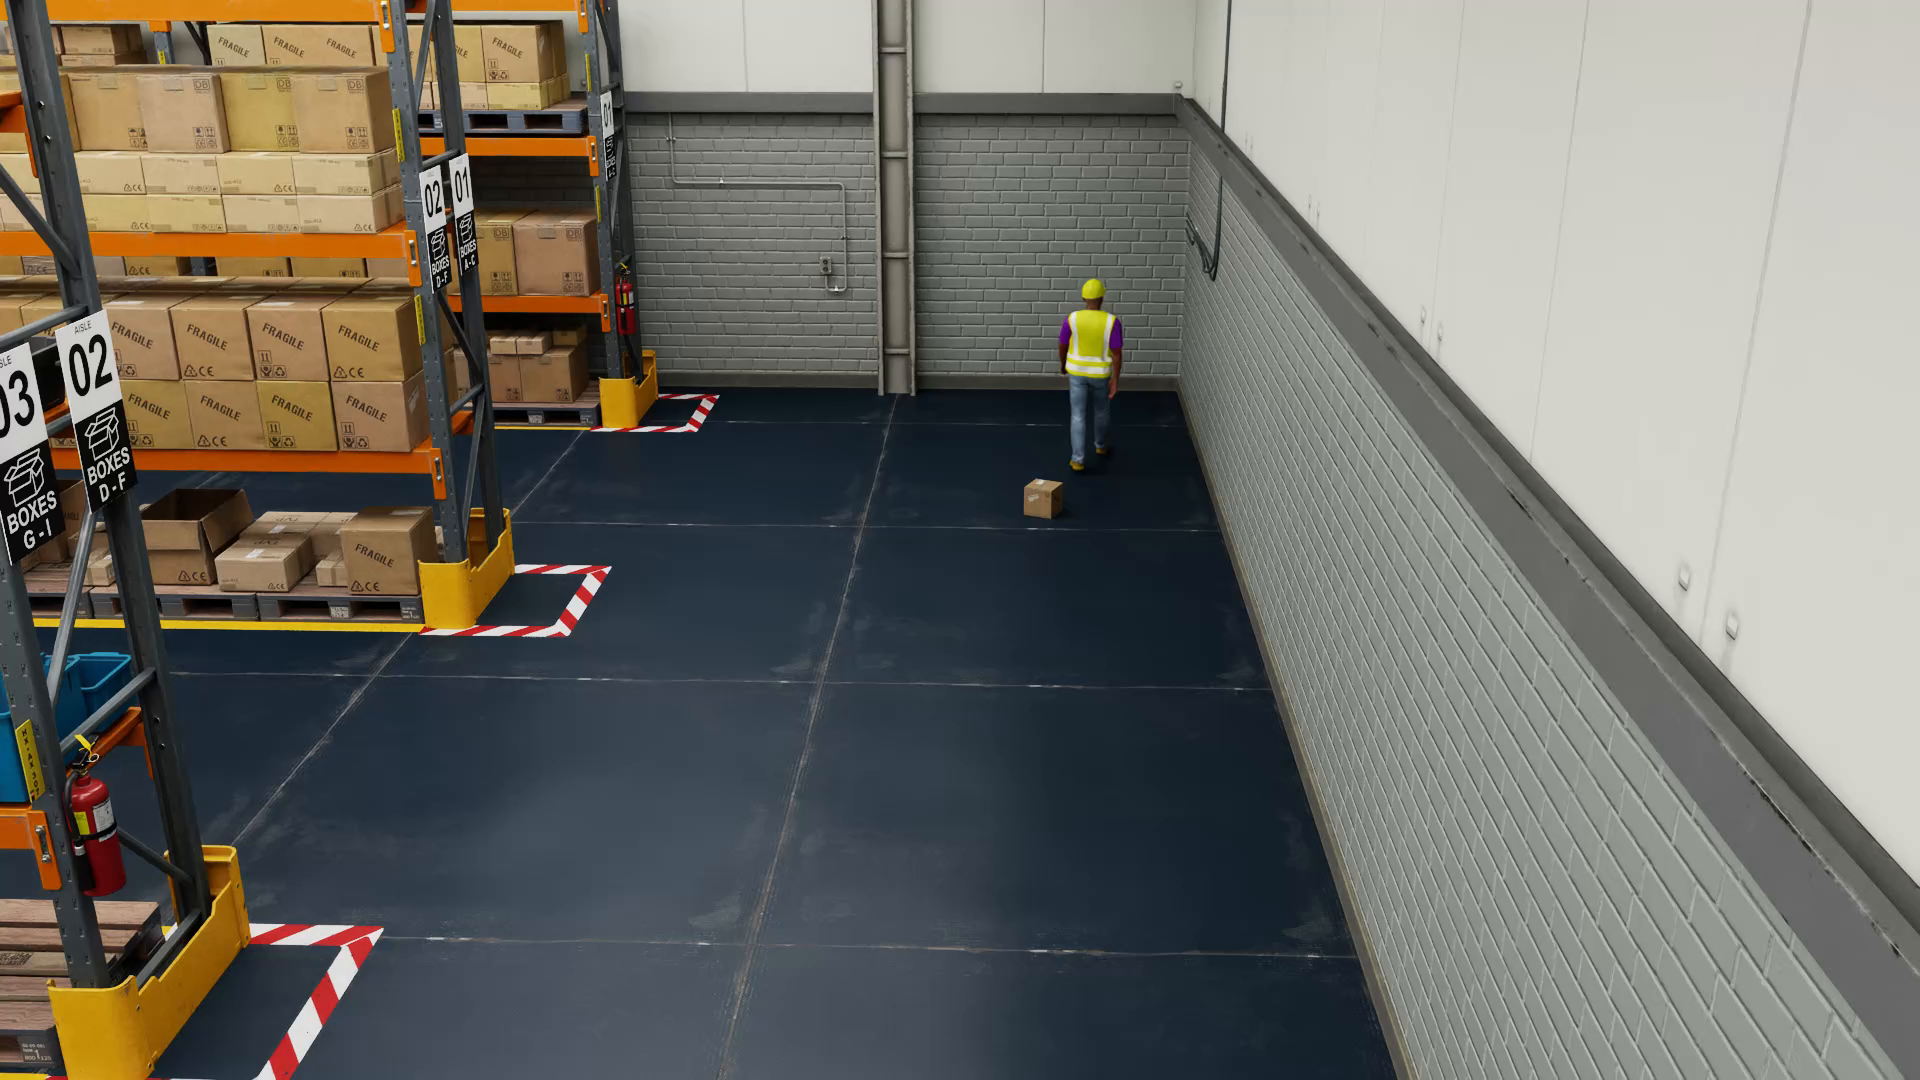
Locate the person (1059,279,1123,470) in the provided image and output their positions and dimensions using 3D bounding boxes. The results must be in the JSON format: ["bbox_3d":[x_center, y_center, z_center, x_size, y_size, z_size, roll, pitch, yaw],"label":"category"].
[{"bbox_3d":[1.182,-1.557,15.179,0.572,1.730,0.942,1,21,2],"label":"person"}]
